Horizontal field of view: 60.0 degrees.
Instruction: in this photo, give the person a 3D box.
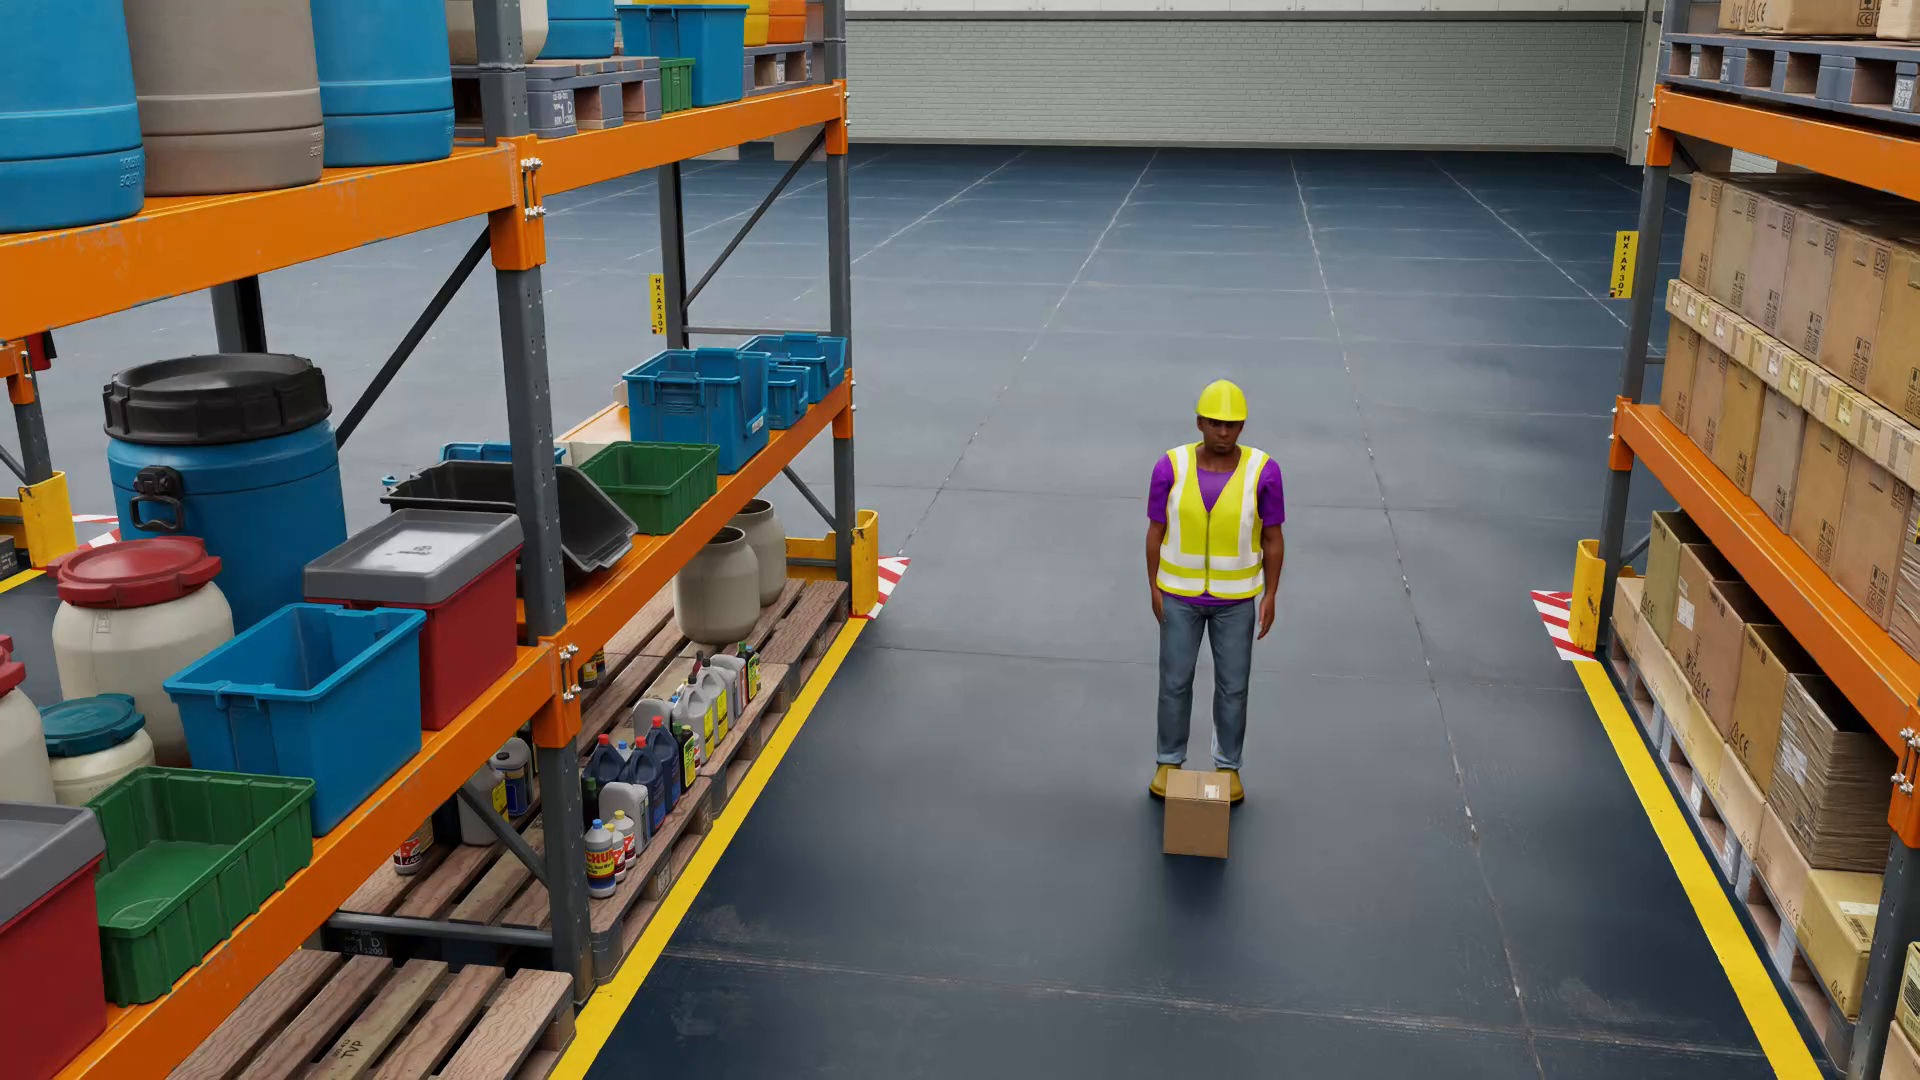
[{"bbox_3d":[1.036,0.216,6.845,0.562,1.761,0.358,3,18,11],"label":"person"}]
